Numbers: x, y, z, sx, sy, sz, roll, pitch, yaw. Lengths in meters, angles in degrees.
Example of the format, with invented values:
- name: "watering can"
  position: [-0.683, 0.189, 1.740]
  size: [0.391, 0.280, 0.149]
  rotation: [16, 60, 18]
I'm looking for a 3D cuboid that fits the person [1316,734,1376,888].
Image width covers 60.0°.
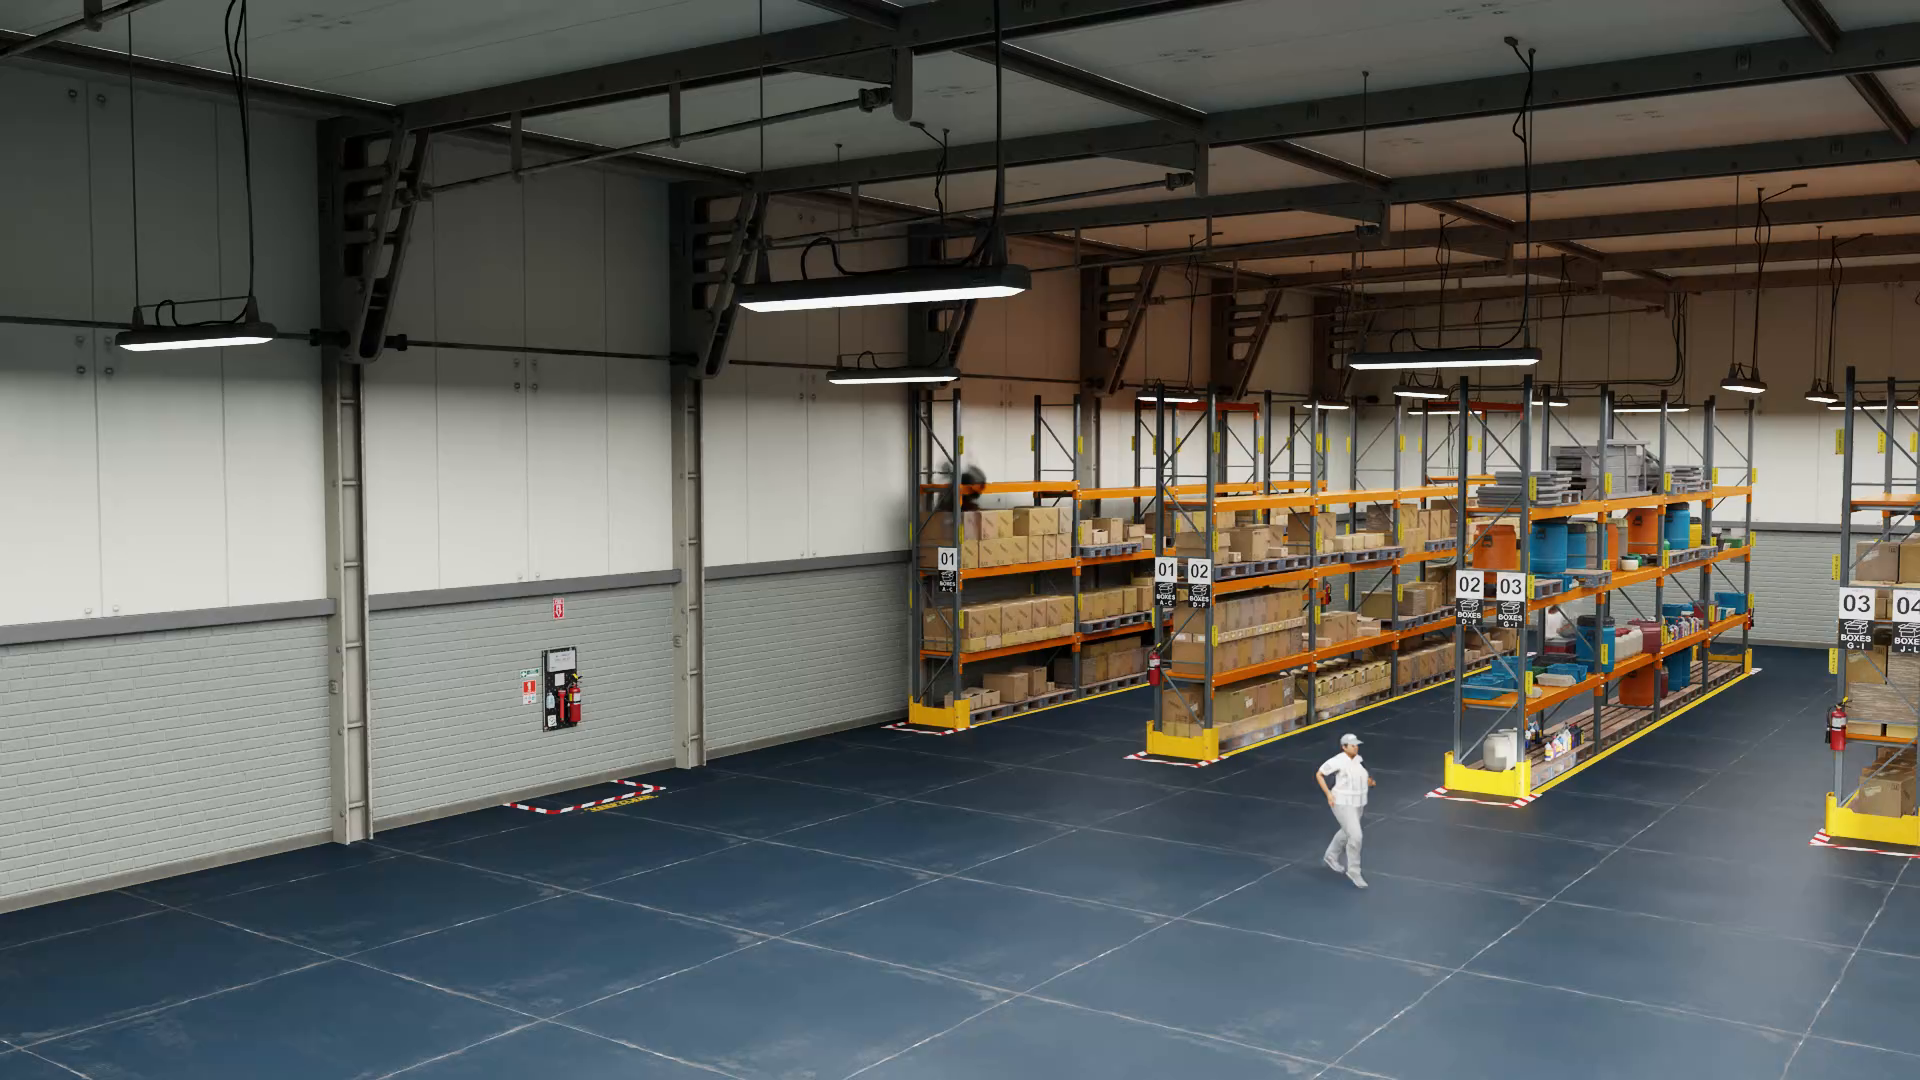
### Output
- name: "person"
  position: [4.448, 3.081, 19.122]
  size: [0.580, 1.727, 0.770]
  rotation: [-3, 4, -39]

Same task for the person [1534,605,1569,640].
- name: "person"
  position: [12.734, 2.100, 35.812]
  size: [0.698, 1.720, 0.576]
  rotation: [1, 3, 19]
